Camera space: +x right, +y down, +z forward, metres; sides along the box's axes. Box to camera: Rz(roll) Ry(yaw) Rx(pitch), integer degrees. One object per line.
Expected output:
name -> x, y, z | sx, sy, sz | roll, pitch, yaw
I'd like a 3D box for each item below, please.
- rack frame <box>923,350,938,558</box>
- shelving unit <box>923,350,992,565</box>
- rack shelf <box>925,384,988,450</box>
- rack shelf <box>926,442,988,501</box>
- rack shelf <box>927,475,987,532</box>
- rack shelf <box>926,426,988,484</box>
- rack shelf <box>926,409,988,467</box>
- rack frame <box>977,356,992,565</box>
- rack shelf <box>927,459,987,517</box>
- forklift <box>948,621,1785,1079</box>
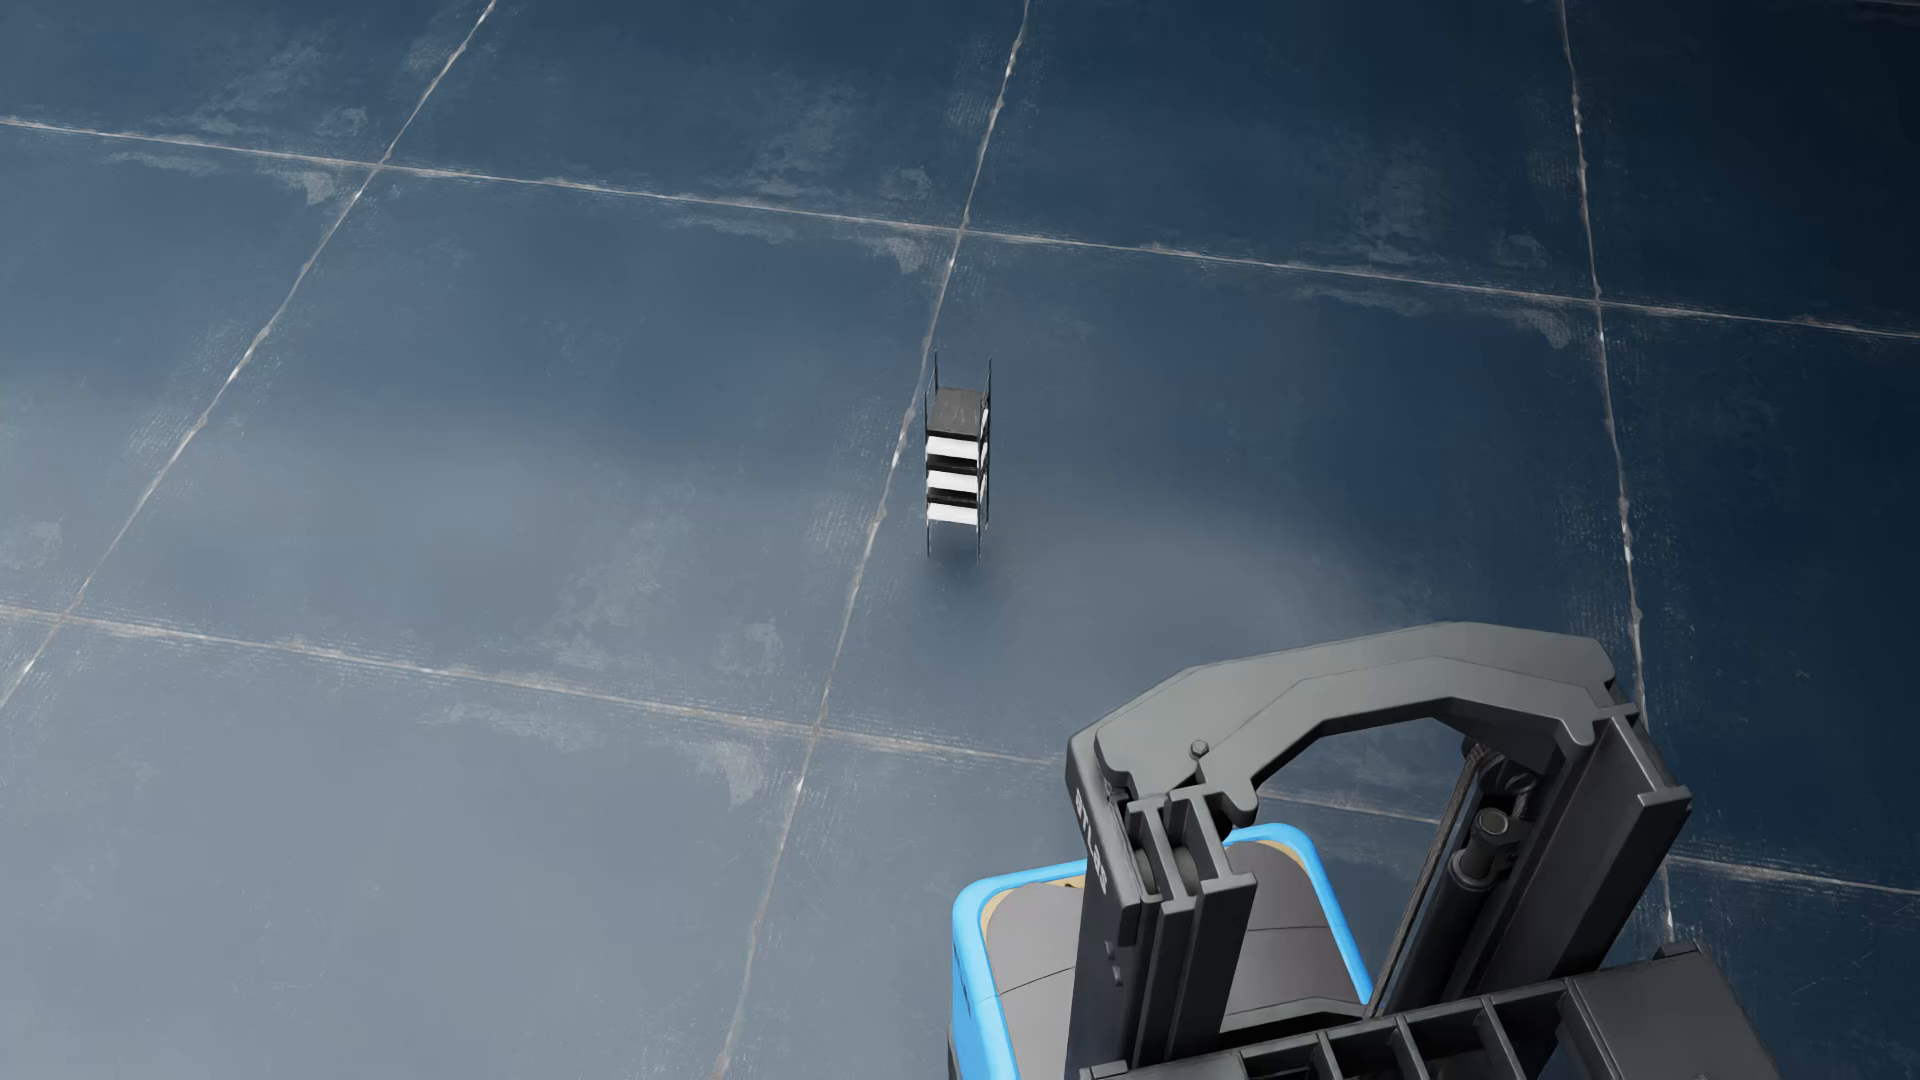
rack frame -> -0.108, -0.315, 6.400 | 0.006, 0.900, 0.240 | 8, 49, 7
shelving unit -> -0.008, -0.302, 6.388 | 0.210, 0.900, 0.258 | 8, 49, 7
rack shelf -> -0.008, -0.460, 6.212 | 0.200, 0.077, 0.258 | 8, 49, 7
rack shelf -> -0.008, -0.280, 6.413 | 0.200, 0.077, 0.258 | 8, 49, 7
rack shelf -> -0.008, -0.159, 6.547 | 0.200, 0.077, 0.258 | 8, 49, 7
rack shelf -> -0.008, -0.340, 6.346 | 0.200, 0.077, 0.258 | 8, 49, 7
rack shelf -> -0.008, -0.400, 6.279 | 0.200, 0.077, 0.258 | 8, 49, 7
rack frame -> 0.092, -0.288, 6.376 | 0.006, 0.900, 0.240 | 8, 49, 7
rack shelf -> -0.008, -0.219, 6.480 | 0.200, 0.077, 0.258 | 8, 49, 7
forklift -> 0.781, 1.658, 3.262 | 1.130, 2.935, 3.031 | -9, 49, -8
